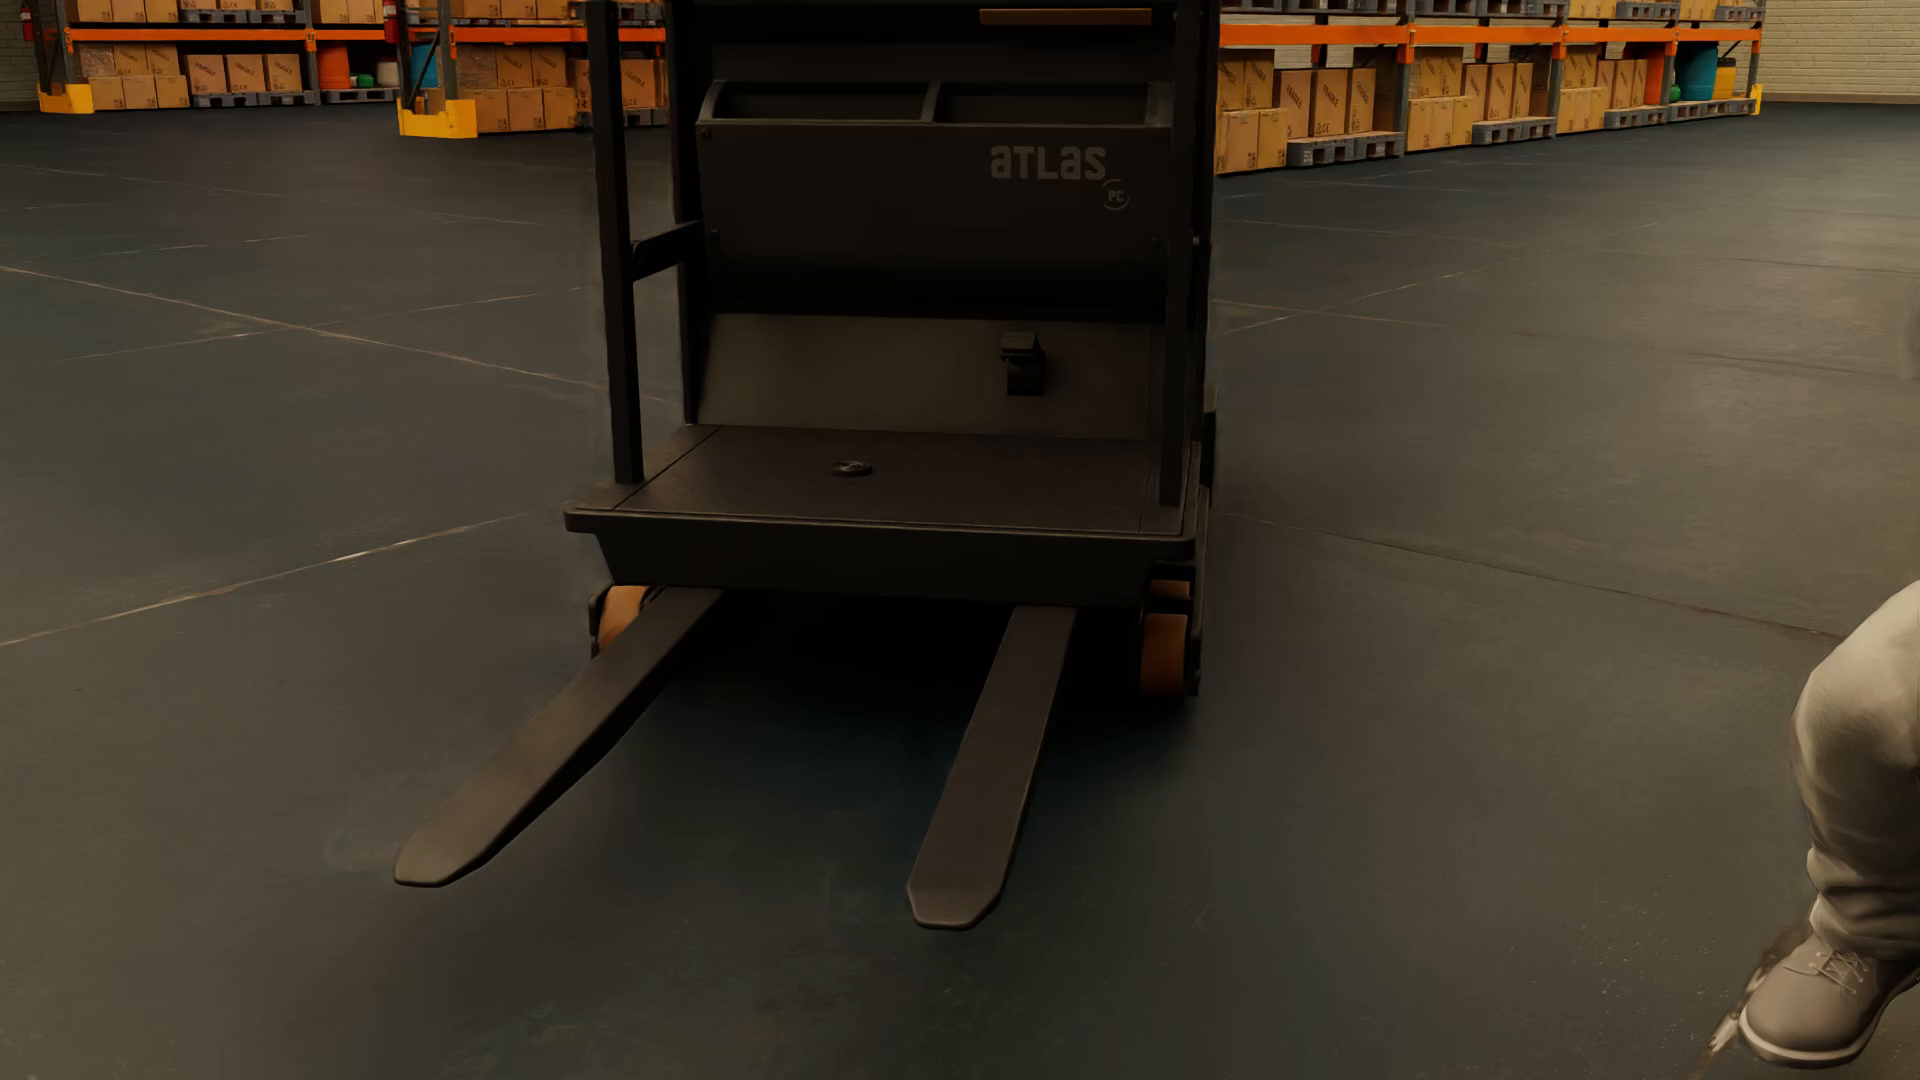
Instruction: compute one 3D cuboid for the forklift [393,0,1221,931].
[{"bbox_3d":[-0.080,-1.220,2.916,1.130,2.935,3.031,3,17,9],"label":"forklift"}]
